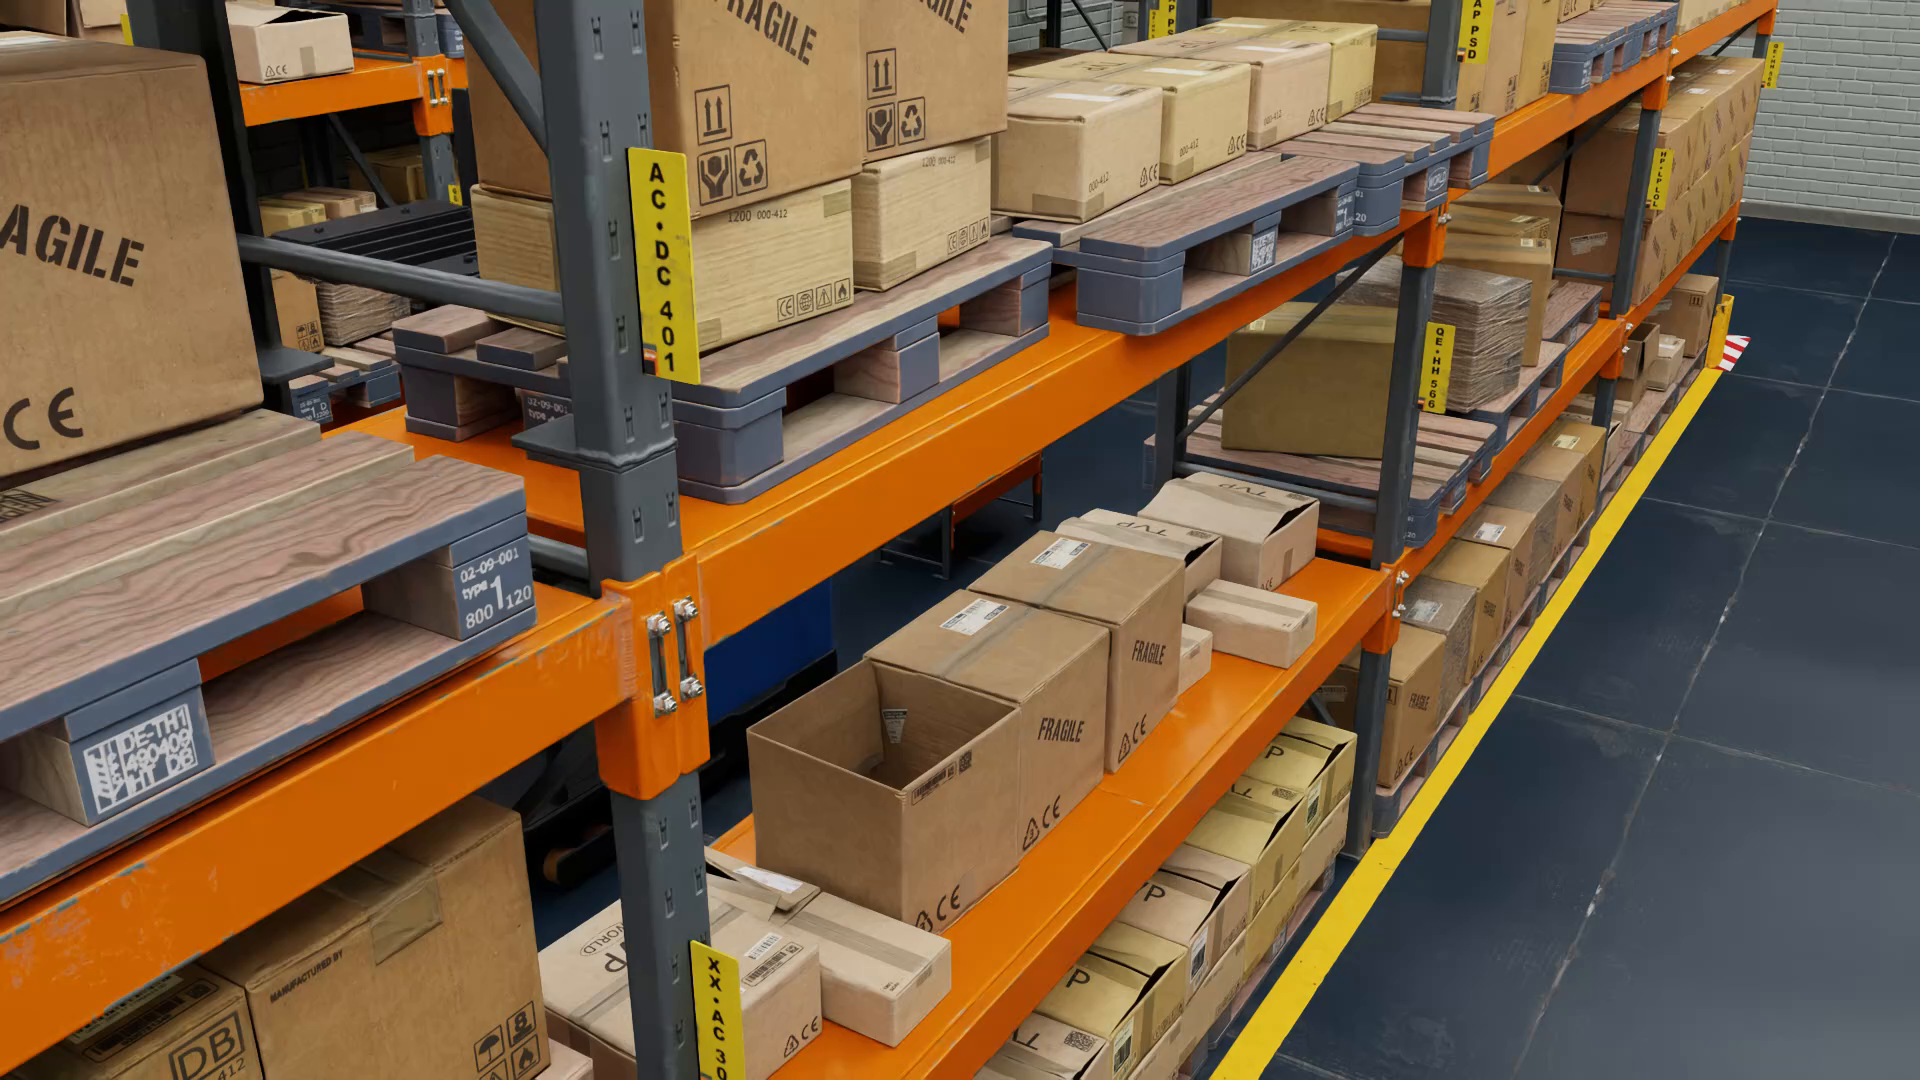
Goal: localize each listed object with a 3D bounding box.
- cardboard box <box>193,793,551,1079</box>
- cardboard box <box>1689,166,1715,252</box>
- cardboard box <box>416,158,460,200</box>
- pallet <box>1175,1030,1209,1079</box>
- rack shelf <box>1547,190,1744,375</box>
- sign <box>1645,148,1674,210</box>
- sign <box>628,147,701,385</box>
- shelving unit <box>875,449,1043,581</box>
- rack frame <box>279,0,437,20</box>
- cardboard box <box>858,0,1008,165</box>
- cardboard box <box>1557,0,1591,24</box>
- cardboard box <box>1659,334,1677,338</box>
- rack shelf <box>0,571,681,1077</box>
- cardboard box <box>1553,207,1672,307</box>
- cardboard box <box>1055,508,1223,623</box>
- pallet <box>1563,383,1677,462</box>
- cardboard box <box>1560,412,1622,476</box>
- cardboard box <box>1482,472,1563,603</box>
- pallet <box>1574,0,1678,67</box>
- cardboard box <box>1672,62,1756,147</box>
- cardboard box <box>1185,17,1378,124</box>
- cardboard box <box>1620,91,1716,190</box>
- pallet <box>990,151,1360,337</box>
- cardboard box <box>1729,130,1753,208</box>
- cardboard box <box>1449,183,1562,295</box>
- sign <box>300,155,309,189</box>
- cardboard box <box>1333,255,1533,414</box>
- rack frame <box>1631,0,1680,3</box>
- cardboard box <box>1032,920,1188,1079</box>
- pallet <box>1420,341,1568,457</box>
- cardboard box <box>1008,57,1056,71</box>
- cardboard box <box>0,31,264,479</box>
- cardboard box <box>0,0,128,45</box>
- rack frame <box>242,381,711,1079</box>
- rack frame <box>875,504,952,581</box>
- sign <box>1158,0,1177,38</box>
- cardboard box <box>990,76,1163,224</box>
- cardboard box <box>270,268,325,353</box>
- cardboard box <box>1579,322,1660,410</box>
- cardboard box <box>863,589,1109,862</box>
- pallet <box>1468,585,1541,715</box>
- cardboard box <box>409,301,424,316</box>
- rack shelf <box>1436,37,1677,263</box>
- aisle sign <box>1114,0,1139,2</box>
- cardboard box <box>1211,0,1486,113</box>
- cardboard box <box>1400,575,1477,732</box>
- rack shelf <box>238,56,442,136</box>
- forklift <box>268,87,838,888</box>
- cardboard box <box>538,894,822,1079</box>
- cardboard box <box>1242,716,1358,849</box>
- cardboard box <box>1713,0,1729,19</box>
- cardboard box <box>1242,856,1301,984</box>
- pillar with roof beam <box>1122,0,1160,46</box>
[{"bbox_3d":[-1.114,0.664,2.681,0.700,0.500,0.500,14,27,29],"label":"cardboard box"},{"bbox_3d":[4.635,-2.220,10.978,0.500,0.500,0.500,13,27,28],"label":"cardboard box"},{"bbox_3d":[-2.512,-1.877,8.841,0.500,0.250,0.500,15,27,30],"label":"cardboard box"},{"bbox_3d":[0.113,1.764,5.410,1.003,0.211,1.213,14,27,29],"label":"pallet"},{"bbox_3d":[4.390,-1.891,11.247,1.077,0.370,4.000,14,27,29],"label":"rack shelf"},{"bbox_3d":[3.808,-1.962,9.049,0.100,0.325,0.005,14,27,29],"label":"sign"},{"bbox_3d":[-0.413,-0.380,2.326,0.100,0.325,0.005,14,27,29],"label":"sign"},{"bbox_3d":[0.004,-0.518,9.532,0.538,1.125,1.048,14,27,29],"label":"shelving unit"},{"bbox_3d":[-2.985,-3.986,7.630,1.000,3.000,0.127,14,27,29],"label":"rack frame"},{"bbox_3d":[-0.245,-1.087,3.426,0.500,0.500,0.500,17,29,34],"label":"cardboard box"},{"bbox_3d":[2.673,-2.822,7.937,0.600,0.600,0.600,14,27,28],"label":"cardboard box"},{"bbox_3d":[5.077,-1.445,12.324,0.380,0.166,0.250,14,27,29],"label":"cardboard box"},{"bbox_3d":[-1.940,0.783,1.296,1.077,0.370,4.000,14,27,29],"label":"rack shelf"},{"bbox_3d":[3.835,-1.707,9.791,0.500,0.500,0.500,15,27,30],"label":"cardboard box"},{"bbox_3d":[0.589,0.106,5.841,0.500,0.311,0.500,14,27,28],"label":"cardboard box"},{"bbox_3d":[4.341,-0.911,11.589,1.003,0.211,1.213,14,27,29],"label":"pallet"},{"bbox_3d":[3.740,-0.610,10.214,0.500,0.311,0.500,14,27,29],"label":"cardboard box"},{"bbox_3d":[2.785,-0.040,8.659,0.500,0.500,0.500,14,27,30],"label":"cardboard box"},{"bbox_3d":[2.931,-2.631,8.512,1.213,0.211,1.003,14,27,29],"label":"pallet"},{"bbox_3d":[5.178,-3.022,11.571,0.500,0.500,0.500,15,27,30],"label":"cardboard box"},{"bbox_3d":[1.033,-1.531,5.396,0.500,0.250,0.500,12,26,25],"label":"cardboard box"},{"bbox_3d":[4.366,-2.498,10.361,0.500,0.500,0.500,13,27,27],"label":"cardboard box"},{"bbox_3d":[0.356,-0.860,4.423,1.003,0.211,1.213,15,28,31],"label":"pallet"},{"bbox_3d":[5.440,-2.734,12.163,0.500,0.500,0.500,15,27,31],"label":"cardboard box"},{"bbox_3d":[2.895,-1.671,9.181,0.700,0.500,0.500,5,24,11],"label":"cardboard box"},{"bbox_3d":[-3.459,-1.879,8.858,0.100,0.325,0.005,14,27,29],"label":"sign"},{"bbox_3d":[2.106,-0.939,7.489,0.700,0.500,0.500,20,31,39],"label":"cardboard box"},{"bbox_3d":[3.335,-4.299,8.353,1.000,3.000,0.127,14,27,29],"label":"rack frame"},{"bbox_3d":[0.354,1.360,5.060,0.500,0.311,0.500,15,27,30],"label":"cardboard box"},{"bbox_3d":[2.247,-0.765,7.983,1.003,0.211,1.213,14,27,29],"label":"pallet"},{"bbox_3d":[0.600,-3.648,14.024,0.980,0.700,0.700,14,27,29],"label":"cardboard box"},{"bbox_3d":[-1.375,-0.410,2.316,0.500,0.500,0.500,16,28,33],"label":"cardboard box"},{"bbox_3d":[-3.748,-2.248,7.235,0.797,0.503,0.637,18,29,36],"label":"cardboard box"},{"bbox_3d":[-0.885,1.154,3.308,1.000,3.000,0.127,14,27,29],"label":"rack frame"},{"bbox_3d":[-0.265,-0.347,9.135,0.500,1.125,0.032,14,27,29],"label":"rack frame"},{"bbox_3d":[0.765,-1.924,5.992,0.100,0.325,0.005,14,27,29],"label":"sign"},{"bbox_3d":[0.176,-0.979,4.120,0.500,0.250,0.500,11,26,25],"label":"cardboard box"},{"bbox_3d":[-3.497,-1.125,7.894,0.700,0.500,0.500,11,26,24],"label":"cardboard box"},{"bbox_3d":[4.322,-1.237,11.421,0.797,0.503,0.637,14,27,29],"label":"cardboard box"},{"bbox_3d":[0.076,0.506,4.680,0.500,0.500,0.500,14,27,29],"label":"cardboard box"},{"bbox_3d":[2.295,0.430,8.492,1.003,0.211,1.213,14,27,29],"label":"pallet"},{"bbox_3d":[-3.031,-1.290,9.245,0.380,0.149,0.250,14,27,30],"label":"cardboard box"},{"bbox_3d":[2.280,-1.917,7.533,1.077,0.370,4.000,14,27,29],"label":"rack shelf"},{"bbox_3d":[1.527,-5.087,14.453,0.394,0.787,0.004,14,27,29],"label":"aisle sign"},{"bbox_3d":[1.426,-1.773,6.167,0.910,0.500,0.500,14,27,29],"label":"cardboard box"},{"bbox_3d":[1.979,0.478,7.463,0.500,0.500,0.500,13,27,27],"label":"cardboard box"},{"bbox_3d":[-4.040,-1.604,6.809,1.077,0.370,4.000,14,27,29],"label":"rack shelf"},{"bbox_3d":[-1.821,-0.189,6.497,1.130,2.935,3.031,15,28,31],"label":"forklift"},{"bbox_3d":[-0.662,1.048,3.743,0.500,0.250,0.500,16,28,32],"label":"cardboard box"},{"bbox_3d":[1.158,0.844,6.250,0.500,0.311,0.500,15,27,30],"label":"cardboard box"},{"bbox_3d":[4.334,-3.302,10.015,0.500,0.250,0.500,14,27,29],"label":"cardboard box"},{"bbox_3d":[0.886,1.277,5.958,0.500,0.250,0.500,14,27,28],"label":"cardboard box"},{"bbox_3d":[5.581,-6.876,14.307,9.100,9.000,0.400,14,27,29],"label":"pillar with roof beam"}]
